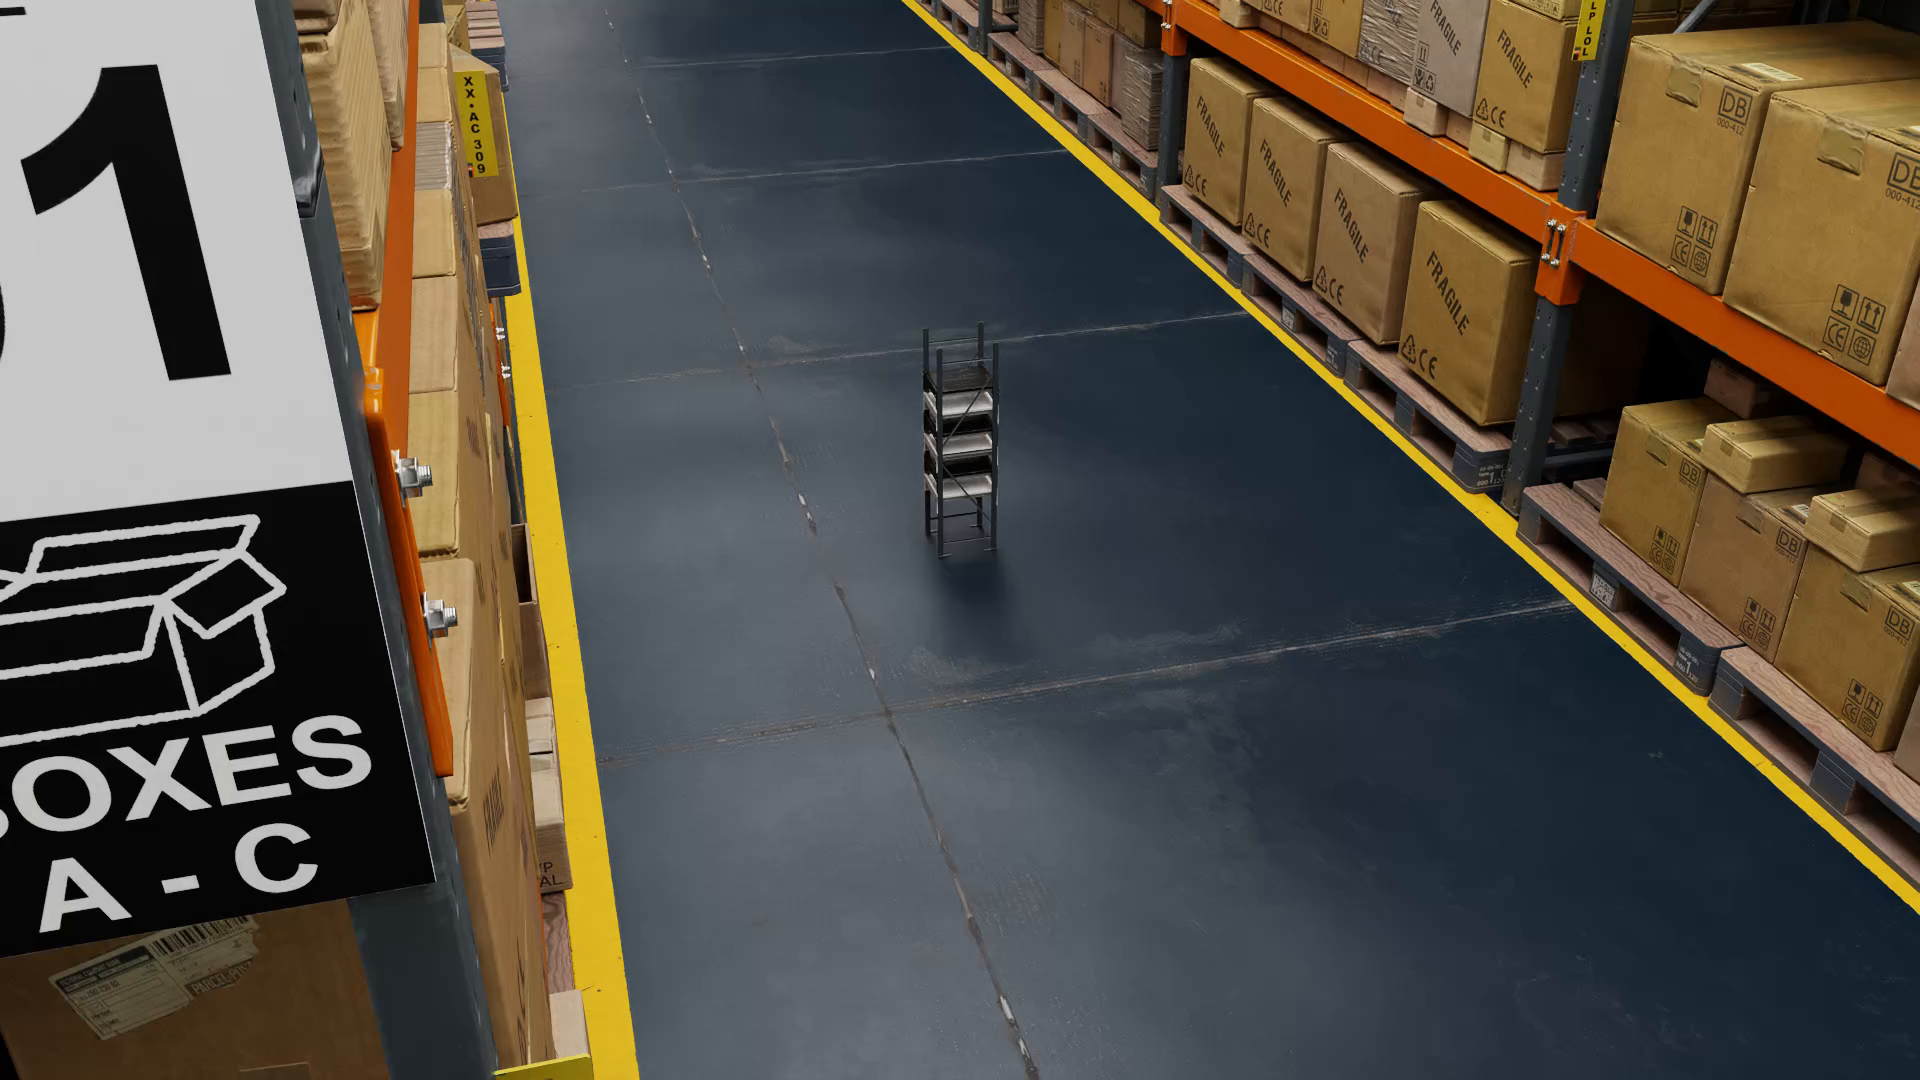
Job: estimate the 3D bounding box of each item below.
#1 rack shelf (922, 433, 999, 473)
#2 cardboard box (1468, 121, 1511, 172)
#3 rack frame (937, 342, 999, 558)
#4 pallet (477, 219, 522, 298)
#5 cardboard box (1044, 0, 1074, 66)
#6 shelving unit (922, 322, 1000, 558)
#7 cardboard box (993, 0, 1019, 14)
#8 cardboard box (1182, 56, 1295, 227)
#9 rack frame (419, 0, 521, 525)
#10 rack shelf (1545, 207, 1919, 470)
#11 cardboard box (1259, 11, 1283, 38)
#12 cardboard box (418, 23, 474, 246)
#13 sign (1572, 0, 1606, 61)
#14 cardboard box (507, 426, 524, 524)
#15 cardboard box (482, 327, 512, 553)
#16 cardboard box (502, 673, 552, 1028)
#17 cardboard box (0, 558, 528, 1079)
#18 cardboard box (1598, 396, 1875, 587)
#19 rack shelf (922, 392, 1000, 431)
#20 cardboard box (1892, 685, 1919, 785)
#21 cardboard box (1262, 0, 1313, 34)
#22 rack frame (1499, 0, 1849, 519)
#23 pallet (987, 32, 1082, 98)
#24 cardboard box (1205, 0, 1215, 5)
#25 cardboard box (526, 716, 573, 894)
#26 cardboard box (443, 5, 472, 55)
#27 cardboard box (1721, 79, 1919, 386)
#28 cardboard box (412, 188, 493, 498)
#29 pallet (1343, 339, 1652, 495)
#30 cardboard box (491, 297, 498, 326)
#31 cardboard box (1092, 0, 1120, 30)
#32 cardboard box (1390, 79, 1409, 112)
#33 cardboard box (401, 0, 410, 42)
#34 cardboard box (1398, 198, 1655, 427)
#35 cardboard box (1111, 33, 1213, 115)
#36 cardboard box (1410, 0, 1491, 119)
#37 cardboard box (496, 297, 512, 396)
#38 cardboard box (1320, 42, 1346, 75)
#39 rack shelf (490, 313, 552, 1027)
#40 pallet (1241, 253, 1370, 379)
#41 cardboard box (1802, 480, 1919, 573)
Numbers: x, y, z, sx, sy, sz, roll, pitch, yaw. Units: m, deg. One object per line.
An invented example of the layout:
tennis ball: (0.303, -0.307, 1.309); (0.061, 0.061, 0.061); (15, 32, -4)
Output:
rack shelf: (0.002, -0.357, 6.534); (0.258, 0.077, 0.200); (-8, 31, -13)
cardboard box: (2.317, -1.625, 6.794); (0.380, 0.149, 0.250); (-7, 31, -12)
rack frame: (0.029, -0.336, 6.433); (0.240, 0.900, 0.006); (-8, 31, -13)
pallet: (-2.112, -1.138, 5.913); (1.003, 0.211, 1.213); (-8, 31, -13)
cardboard box: (1.043, -3.857, 12.475); (0.700, 0.500, 0.500); (-8, 31, -14)
shelving unit: (0.002, -0.386, 6.518); (0.258, 0.900, 0.210); (-8, 31, -13)
cardboard box: (0.475, -4.563, 14.029); (0.380, 0.166, 0.250); (-12, 32, -20)
cardboard box: (1.777, -2.291, 9.441); (0.750, 0.750, 0.750); (-8, 31, -14)
rack frame: (-2.005, -0.820, 5.173); (1.000, 3.000, 0.127); (-8, 31, -13)
rack shelf: (3.300, -0.203, 4.825); (1.077, 0.370, 4.000); (-8, 31, -13)
cardboard box: (1.805, -2.755, 8.747); (0.380, 0.149, 0.250); (-8, 31, -14)
cardboard box: (-1.622, -1.087, 4.535); (0.500, 0.500, 0.500); (-8, 31, -13)
sign: (2.249, -1.871, 5.911); (0.100, 0.325, 0.005); (-8, 31, -13)
cardboard box: (-1.899, -0.195, 6.148); (0.500, 0.500, 0.500); (-9, 31, -16)
cardboard box: (-1.349, -0.160, 3.932); (0.500, 0.500, 0.500); (-7, 31, -12)
cardboard box: (-0.949, 0.570, 2.670); (0.500, 0.500, 0.500); (-8, 31, -14)
cardboard box: (-0.807, 0.386, 1.990); (0.500, 0.500, 0.500); (-7, 31, -12)
cardboard box: (2.869, -0.206, 6.187); (0.700, 0.500, 0.500); (-7, 31, -13)
rack shelf: (0.002, -0.512, 6.444); (0.258, 0.077, 0.200); (-8, 31, -13)
cardboard box: (3.282, 0.542, 4.895); (0.700, 0.500, 0.500); (-9, 31, -15)
cardboard box: (1.851, -2.831, 8.230); (0.500, 0.500, 0.500); (-8, 31, -13)
rack frame: (2.769, -1.481, 6.314); (1.000, 3.000, 0.127); (-8, 31, -13)
pallet: (0.854, -3.762, 13.039); (1.003, 0.211, 1.213); (-8, 31, -13)
cardboard box: (1.572, -3.123, 9.382); (0.380, 0.149, 0.250); (-8, 31, -14)
cardboard box: (-1.382, 0.753, 4.700); (0.500, 0.311, 0.500); (-8, 31, -13)
cardboard box: (-2.159, -1.628, 6.049); (0.700, 0.500, 0.500); (-3, 30, -5)
cardboard box: (3.086, -0.993, 5.172); (0.980, 0.700, 0.700); (-9, 31, -15)
cardboard box: (-1.217, -0.353, 3.267); (0.500, 0.500, 0.500); (-8, 31, -14)
pallet: (2.492, -0.637, 7.639); (1.003, 0.211, 1.213); (-8, 31, -13)
cardboard box: (-2.164, -1.002, 6.795); (0.500, 0.250, 0.500); (-8, 31, -13)
cardboard box: (1.234, -3.718, 11.487); (0.500, 0.250, 0.500); (-8, 31, -14)
cardboard box: (2.164, -2.003, 7.447); (0.380, 0.149, 0.250); (-8, 31, -13)
cardboard box: (-1.090, -0.888, 2.445); (0.500, 0.250, 0.500); (-8, 31, -13)
cardboard box: (2.472, -1.029, 7.260); (0.750, 0.750, 0.750); (-7, 31, -13)
cardboard box: (1.442, -3.126, 11.213); (0.700, 0.500, 0.500); (-8, 31, -13)
cardboard box: (2.259, -2.096, 6.960); (0.500, 0.500, 0.500); (-8, 31, -13)
cardboard box: (-2.310, -0.938, 7.432); (0.500, 0.500, 0.500); (-9, 31, -15)
cardboard box: (1.989, -2.383, 8.104); (0.380, 0.149, 0.250); (-8, 31, -13)
rack shelf: (-1.475, 0.457, 3.684); (1.077, 0.370, 4.000); (-8, 31, -13)
pallet: (2.165, -1.227, 8.659); (1.003, 0.211, 1.213); (-8, 31, -13)
cardboard box: (2.923, -0.045, 5.262); (0.380, 0.149, 0.250); (-9, 31, -15)
